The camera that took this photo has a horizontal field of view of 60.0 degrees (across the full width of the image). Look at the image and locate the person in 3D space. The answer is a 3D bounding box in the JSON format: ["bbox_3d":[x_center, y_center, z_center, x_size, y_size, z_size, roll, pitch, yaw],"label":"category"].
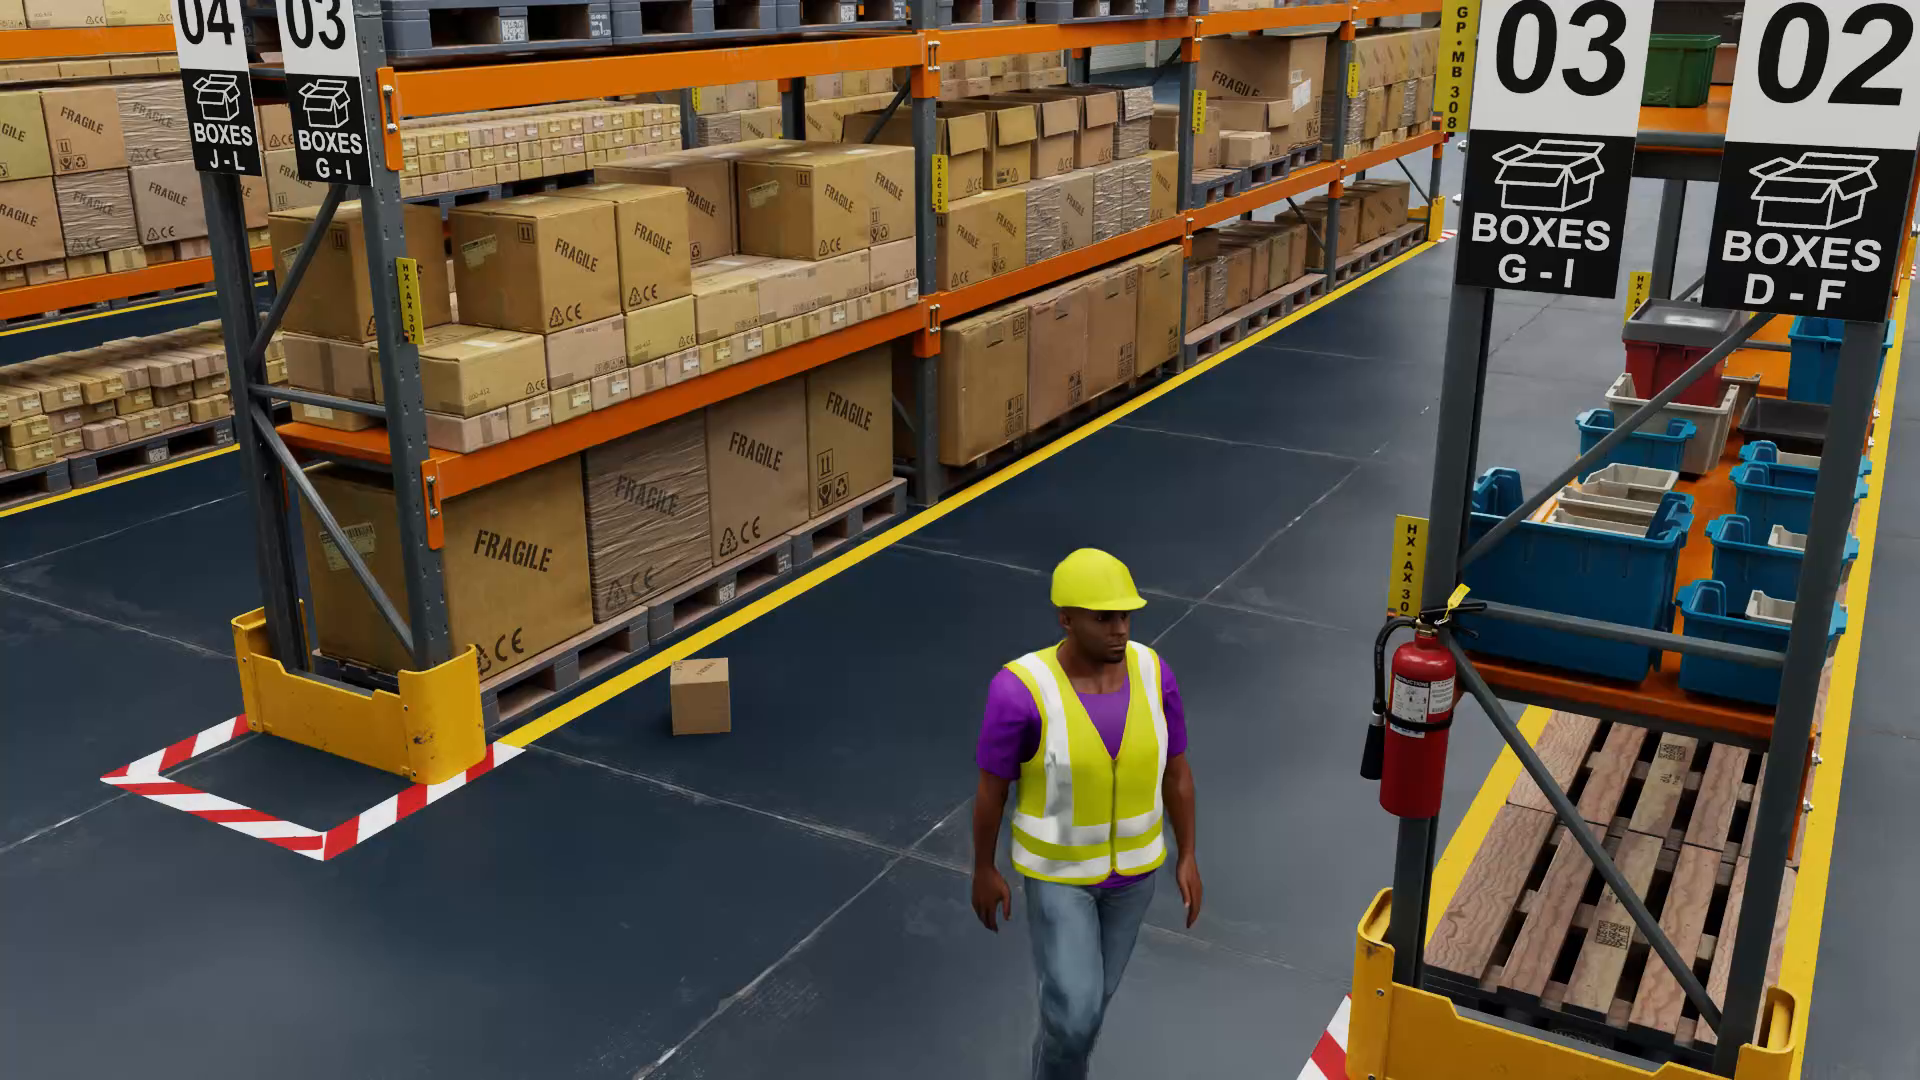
[{"bbox_3d":[0.354,0.907,4.467,0.598,1.821,0.532,-8,21,-22],"label":"person"}]
